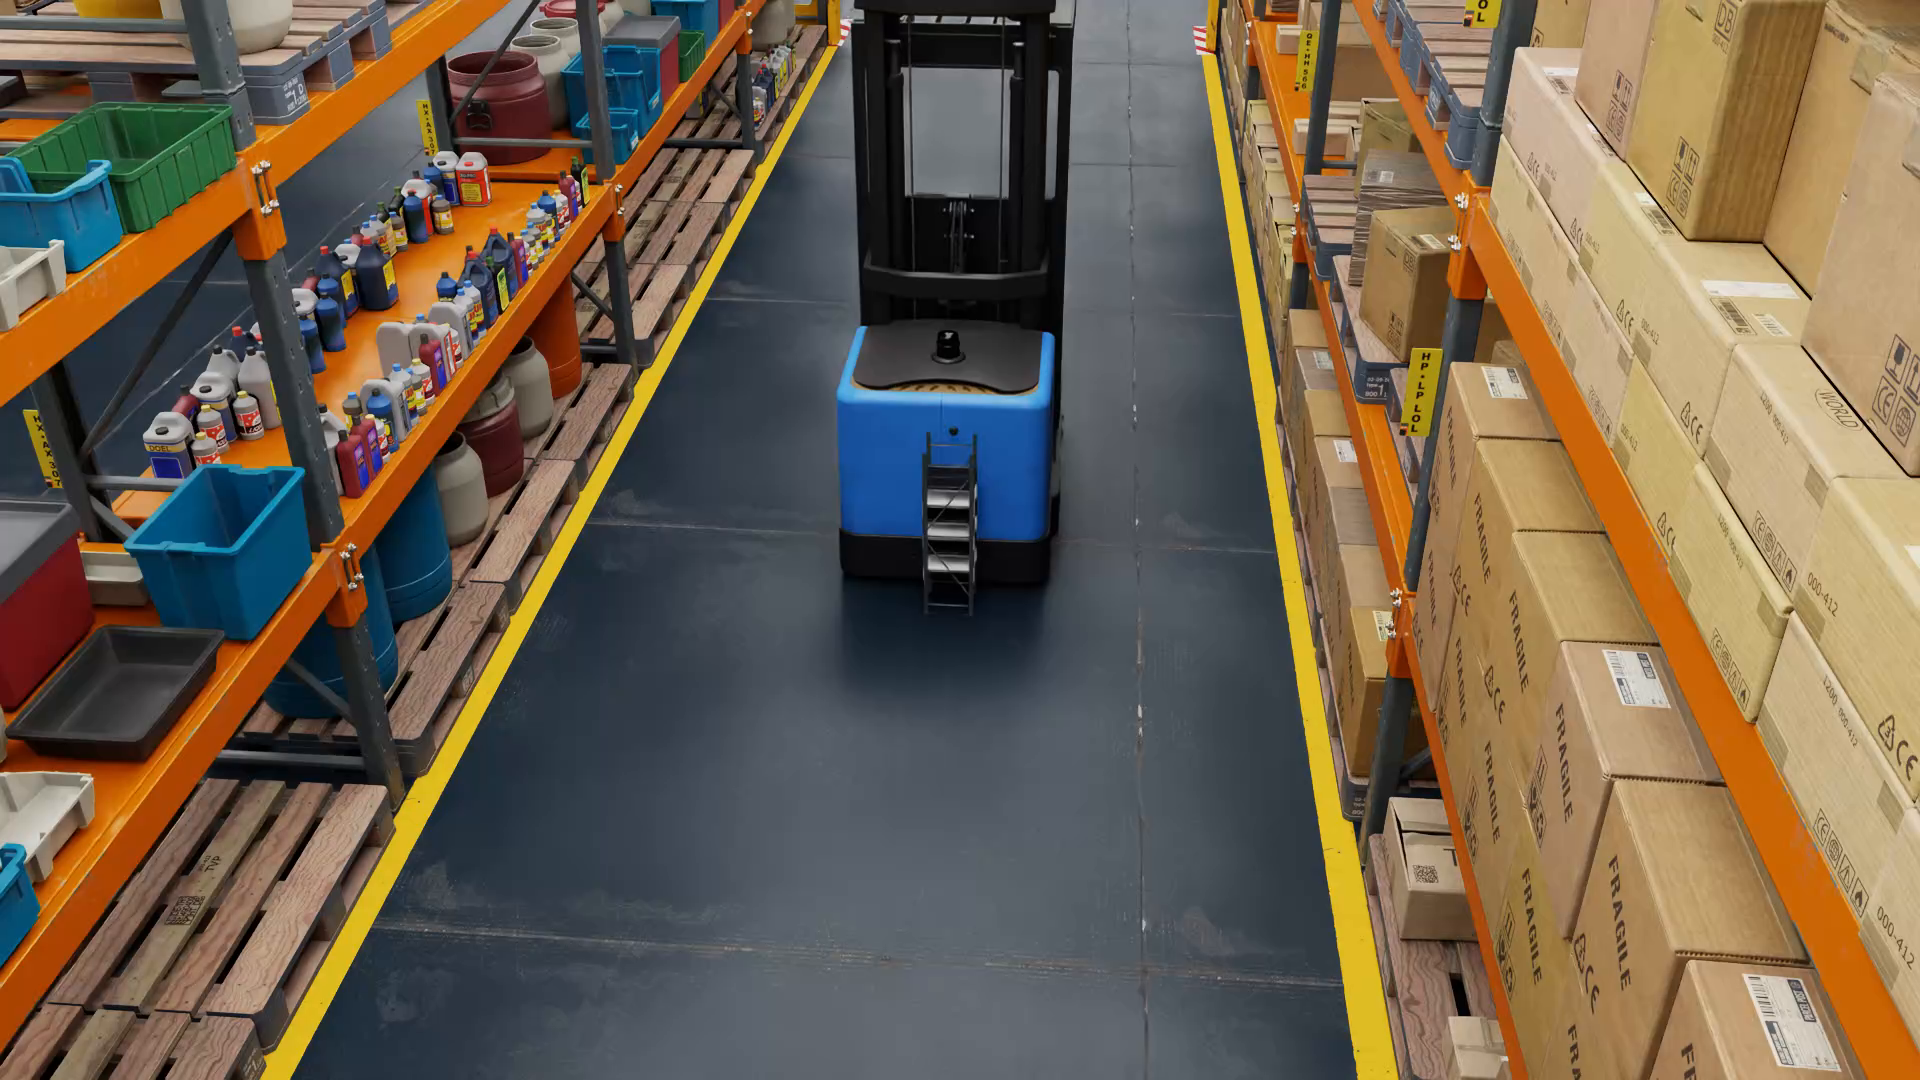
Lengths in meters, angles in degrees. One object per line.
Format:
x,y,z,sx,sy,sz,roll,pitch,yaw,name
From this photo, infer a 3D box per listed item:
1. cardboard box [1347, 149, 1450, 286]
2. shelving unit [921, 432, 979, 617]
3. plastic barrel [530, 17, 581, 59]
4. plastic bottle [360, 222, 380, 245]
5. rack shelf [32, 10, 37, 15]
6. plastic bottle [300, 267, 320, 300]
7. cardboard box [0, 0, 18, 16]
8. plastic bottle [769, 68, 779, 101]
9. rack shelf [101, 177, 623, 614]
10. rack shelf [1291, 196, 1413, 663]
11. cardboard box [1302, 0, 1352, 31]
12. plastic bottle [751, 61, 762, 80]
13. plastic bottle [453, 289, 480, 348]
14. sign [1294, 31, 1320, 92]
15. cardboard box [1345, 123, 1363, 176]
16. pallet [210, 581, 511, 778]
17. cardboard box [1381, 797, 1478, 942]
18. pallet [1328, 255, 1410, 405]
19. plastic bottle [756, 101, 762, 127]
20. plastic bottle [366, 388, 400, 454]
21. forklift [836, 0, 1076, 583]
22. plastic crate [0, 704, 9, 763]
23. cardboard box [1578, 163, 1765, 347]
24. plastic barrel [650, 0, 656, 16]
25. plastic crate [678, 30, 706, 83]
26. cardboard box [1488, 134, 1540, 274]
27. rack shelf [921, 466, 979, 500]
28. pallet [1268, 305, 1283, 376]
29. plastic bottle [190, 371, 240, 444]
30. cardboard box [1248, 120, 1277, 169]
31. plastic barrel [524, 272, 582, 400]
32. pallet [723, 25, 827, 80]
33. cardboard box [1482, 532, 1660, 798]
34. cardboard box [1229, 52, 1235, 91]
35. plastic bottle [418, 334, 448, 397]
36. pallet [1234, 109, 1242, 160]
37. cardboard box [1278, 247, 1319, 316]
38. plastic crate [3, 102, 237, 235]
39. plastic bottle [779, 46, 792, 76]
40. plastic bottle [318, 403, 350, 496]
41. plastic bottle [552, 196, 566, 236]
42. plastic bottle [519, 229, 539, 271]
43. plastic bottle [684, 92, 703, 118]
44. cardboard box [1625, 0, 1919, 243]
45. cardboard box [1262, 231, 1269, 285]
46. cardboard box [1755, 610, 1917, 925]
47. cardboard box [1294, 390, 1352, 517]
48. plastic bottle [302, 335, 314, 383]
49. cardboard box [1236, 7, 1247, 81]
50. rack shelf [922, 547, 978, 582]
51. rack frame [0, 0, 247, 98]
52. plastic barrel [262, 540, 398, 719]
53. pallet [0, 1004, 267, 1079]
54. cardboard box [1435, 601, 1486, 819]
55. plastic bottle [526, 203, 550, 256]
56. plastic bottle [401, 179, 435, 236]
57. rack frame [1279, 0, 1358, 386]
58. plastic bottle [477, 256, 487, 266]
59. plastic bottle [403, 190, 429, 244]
2.223,-1.488,7.810,0.700,0.500,0.500,8,33,13,cardboard box
-0.048,-0.067,8.000,0.258,0.900,0.210,2,32,4,shelving unit
-2.604,-3.099,10.813,0.421,0.512,0.421,0,32,0,plastic barrel
-2.979,-1.474,8.406,0.097,0.271,0.097,0,32,0,plastic bottle
-7.283,-3.235,11.827,1.077,0.370,4.000,2,32,4,rack shelf
-3.051,-1.132,7.839,0.061,0.283,0.133,2,32,4,plastic bottle
-7.169,-3.900,11.720,0.797,0.503,0.637,6,32,9,cardboard box
-1.634,-3.994,14.542,0.061,0.283,0.133,4,32,6,plastic bottle
-2.672,-0.932,8.089,1.077,0.370,4.000,2,32,4,rack shelf
2.264,-0.719,7.743,1.077,0.370,4.000,2,32,4,rack shelf
2.631,-3.529,11.521,0.500,0.500,0.500,5,32,8,cardboard box
-1.804,-4.122,14.757,0.152,0.276,0.135,2,32,4,plastic bottle
-2.287,-1.029,7.683,0.097,0.271,0.097,0,32,0,plastic bottle
1.874,-2.586,8.983,0.100,0.325,0.005,2,32,4,sign
2.500,-2.221,9.580,0.500,0.311,0.500,4,32,7,cardboard box
-2.731,0.593,7.587,1.003,0.211,1.213,2,32,4,pallet
1.852,1.188,6.106,0.500,0.311,0.500,2,32,4,cardboard box
2.273,-0.972,7.651,1.003,0.211,1.213,2,32,4,pallet
-1.713,-3.573,13.937,0.097,0.201,0.097,0,32,0,plastic bottle
-2.370,-0.493,6.814,0.097,0.271,0.097,0,32,0,plastic bottle
0.030,-1.782,8.848,1.130,2.935,3.031,2,32,4,forklift
-3.143,0.623,4.936,0.437,0.282,0.530,2,32,4,plastic crate
1.723,-0.639,3.735,0.500,0.250,0.500,2,32,4,cardboard box
-2.517,-4.400,12.553,0.600,0.901,0.708,2,32,4,plastic barrel
-2.044,-3.363,11.550,0.450,0.188,0.662,2,32,4,plastic crate
1.815,-0.949,4.714,0.500,0.250,0.500,2,32,4,cardboard box
-0.048,-0.268,7.876,0.258,0.077,0.200,2,32,4,rack shelf
2.533,-1.312,10.678,1.003,0.211,1.213,2,32,4,pallet
-3.095,-0.551,6.903,0.152,0.276,0.135,2,32,4,plastic bottle
2.425,-2.942,12.351,0.500,0.311,0.500,2,32,3,cardboard box
-2.532,-1.283,9.641,0.600,0.830,0.708,2,32,4,plastic barrel
-1.889,-4.814,16.360,1.003,0.211,1.213,2,32,4,pallet
1.699,0.326,4.314,0.500,0.500,0.500,2,32,3,cardboard box
2.689,-4.207,14.938,0.500,0.250,0.500,2,32,4,cardboard box
-2.308,-0.781,7.269,0.061,0.283,0.133,2,32,4,plastic bottle
2.859,-3.389,14.049,1.003,0.211,1.213,2,32,4,pallet
2.224,-1.602,10.177,0.500,0.311,0.500,3,32,5,cardboard box
-2.568,-1.145,5.092,0.450,0.188,0.662,2,32,4,plastic crate
-1.619,-4.386,15.184,0.152,0.276,0.135,3,32,4,plastic bottle
-2.480,-0.363,6.527,0.144,0.351,0.185,2,32,4,plastic bottle
-2.171,-1.739,8.902,0.097,0.201,0.097,0,32,0,plastic bottle
-2.211,-1.484,8.489,0.097,0.201,0.097,0,32,0,plastic bottle
-2.275,-3.778,14.128,0.144,0.351,0.185,2,32,4,plastic bottle
1.883,-0.951,3.527,0.700,0.500,0.500,2,32,4,cardboard box
2.309,-1.897,11.190,0.500,0.250,0.500,3,32,5,cardboard box
1.606,0.358,2.593,0.500,0.250,0.500,2,32,4,cardboard box
2.022,-0.432,8.555,0.500,0.500,0.500,2,32,3,cardboard box
-2.929,-0.817,7.339,0.097,0.271,0.097,0,32,0,plastic bottle
2.662,-4.264,14.316,0.500,0.500,0.500,2,32,4,cardboard box
-0.048,0.115,8.112,0.258,0.077,0.200,2,32,4,rack shelf
-2.835,-2.747,4.630,1.000,3.000,0.127,2,32,4,rack frame
-2.774,0.238,7.104,0.600,0.901,0.708,2,32,4,plastic barrel
-2.953,2.020,5.271,1.003,0.211,1.213,2,32,4,pallet
1.750,0.501,4.983,0.500,0.500,0.500,3,32,5,cardboard box
-2.195,-1.616,8.636,0.097,0.271,0.097,0,32,0,plastic bottle
-2.905,-1.777,8.893,0.152,0.276,0.135,2,32,4,plastic bottle
2.427,-2.071,9.251,1.000,3.000,0.127,2,32,4,rack frame
-2.297,-1.243,8.020,0.061,0.283,0.133,2,32,4,plastic bottle
-2.881,-1.713,8.793,0.097,0.271,0.097,0,32,0,plastic bottle
